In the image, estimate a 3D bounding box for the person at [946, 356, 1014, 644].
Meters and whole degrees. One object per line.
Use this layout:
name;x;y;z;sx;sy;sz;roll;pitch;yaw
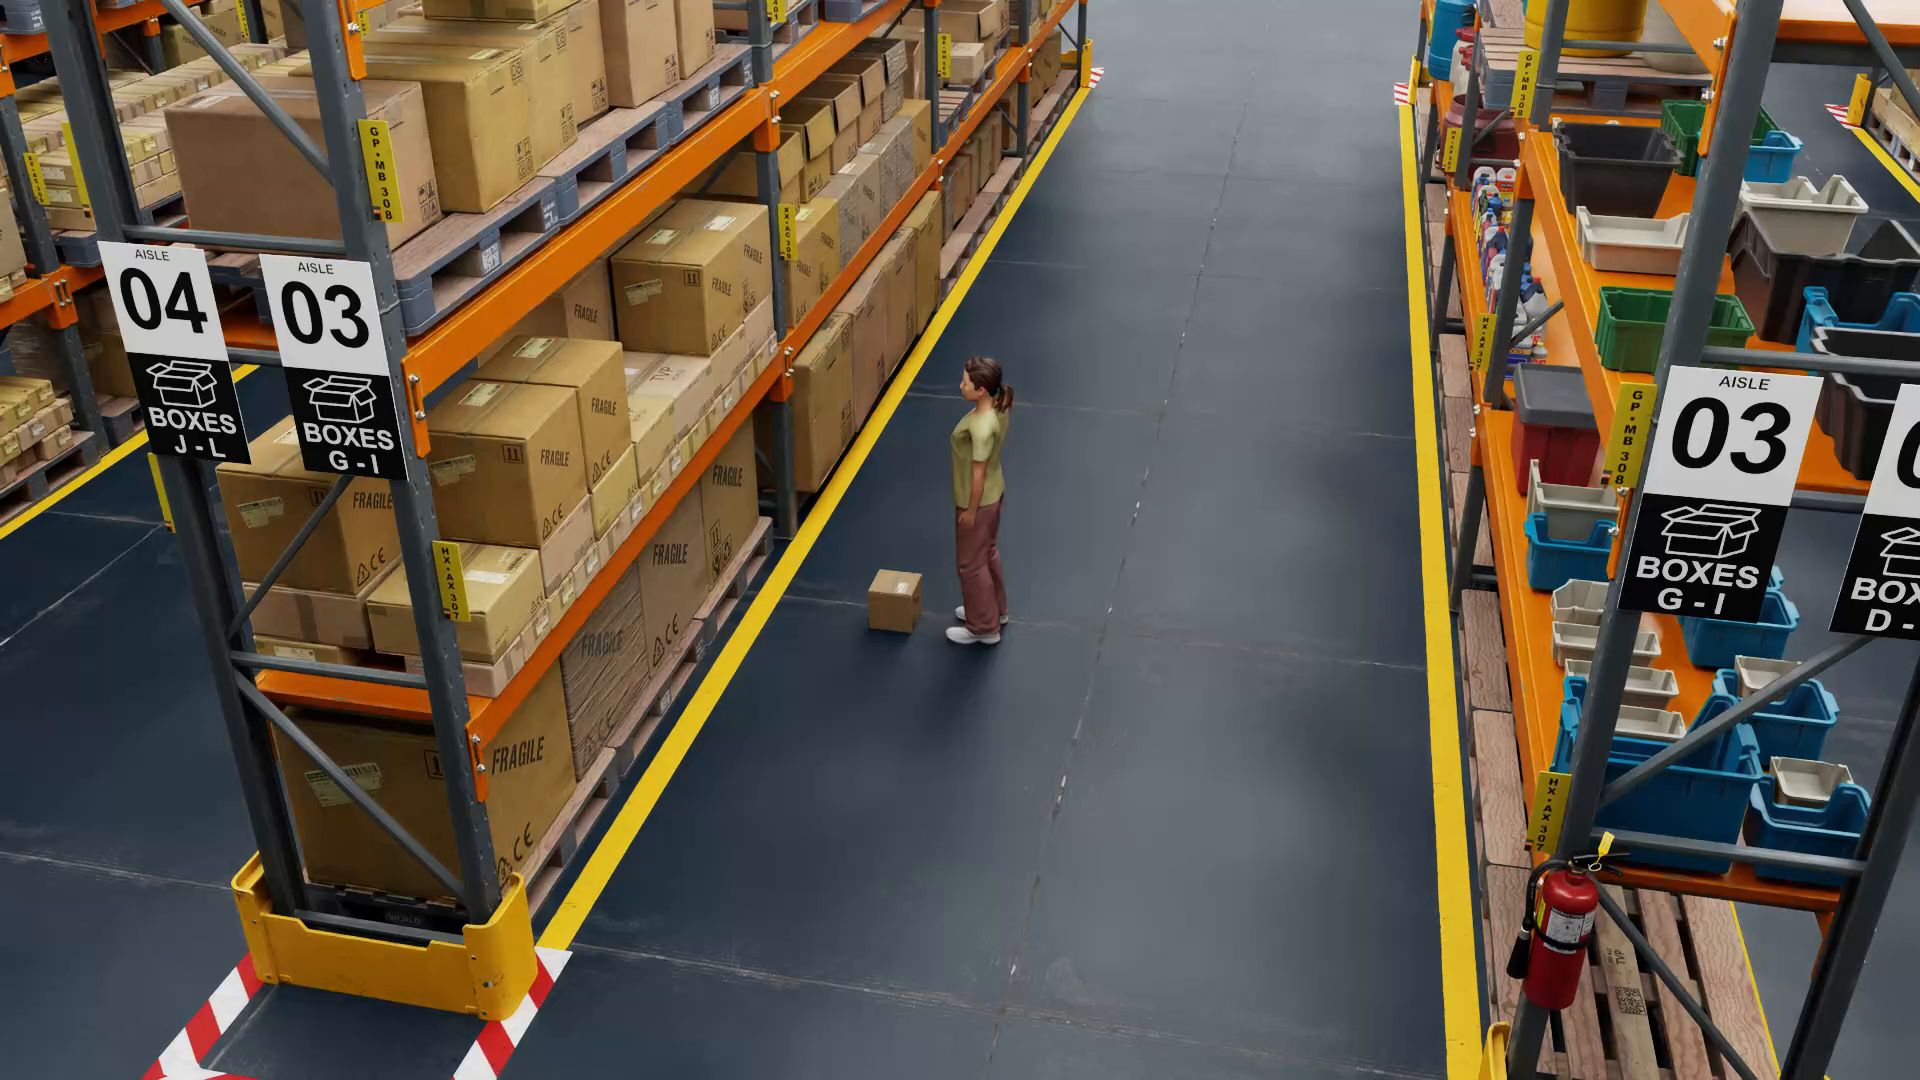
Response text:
person;0.117;-0.214;9.011;0.354;1.670;0.441;7;30;12
